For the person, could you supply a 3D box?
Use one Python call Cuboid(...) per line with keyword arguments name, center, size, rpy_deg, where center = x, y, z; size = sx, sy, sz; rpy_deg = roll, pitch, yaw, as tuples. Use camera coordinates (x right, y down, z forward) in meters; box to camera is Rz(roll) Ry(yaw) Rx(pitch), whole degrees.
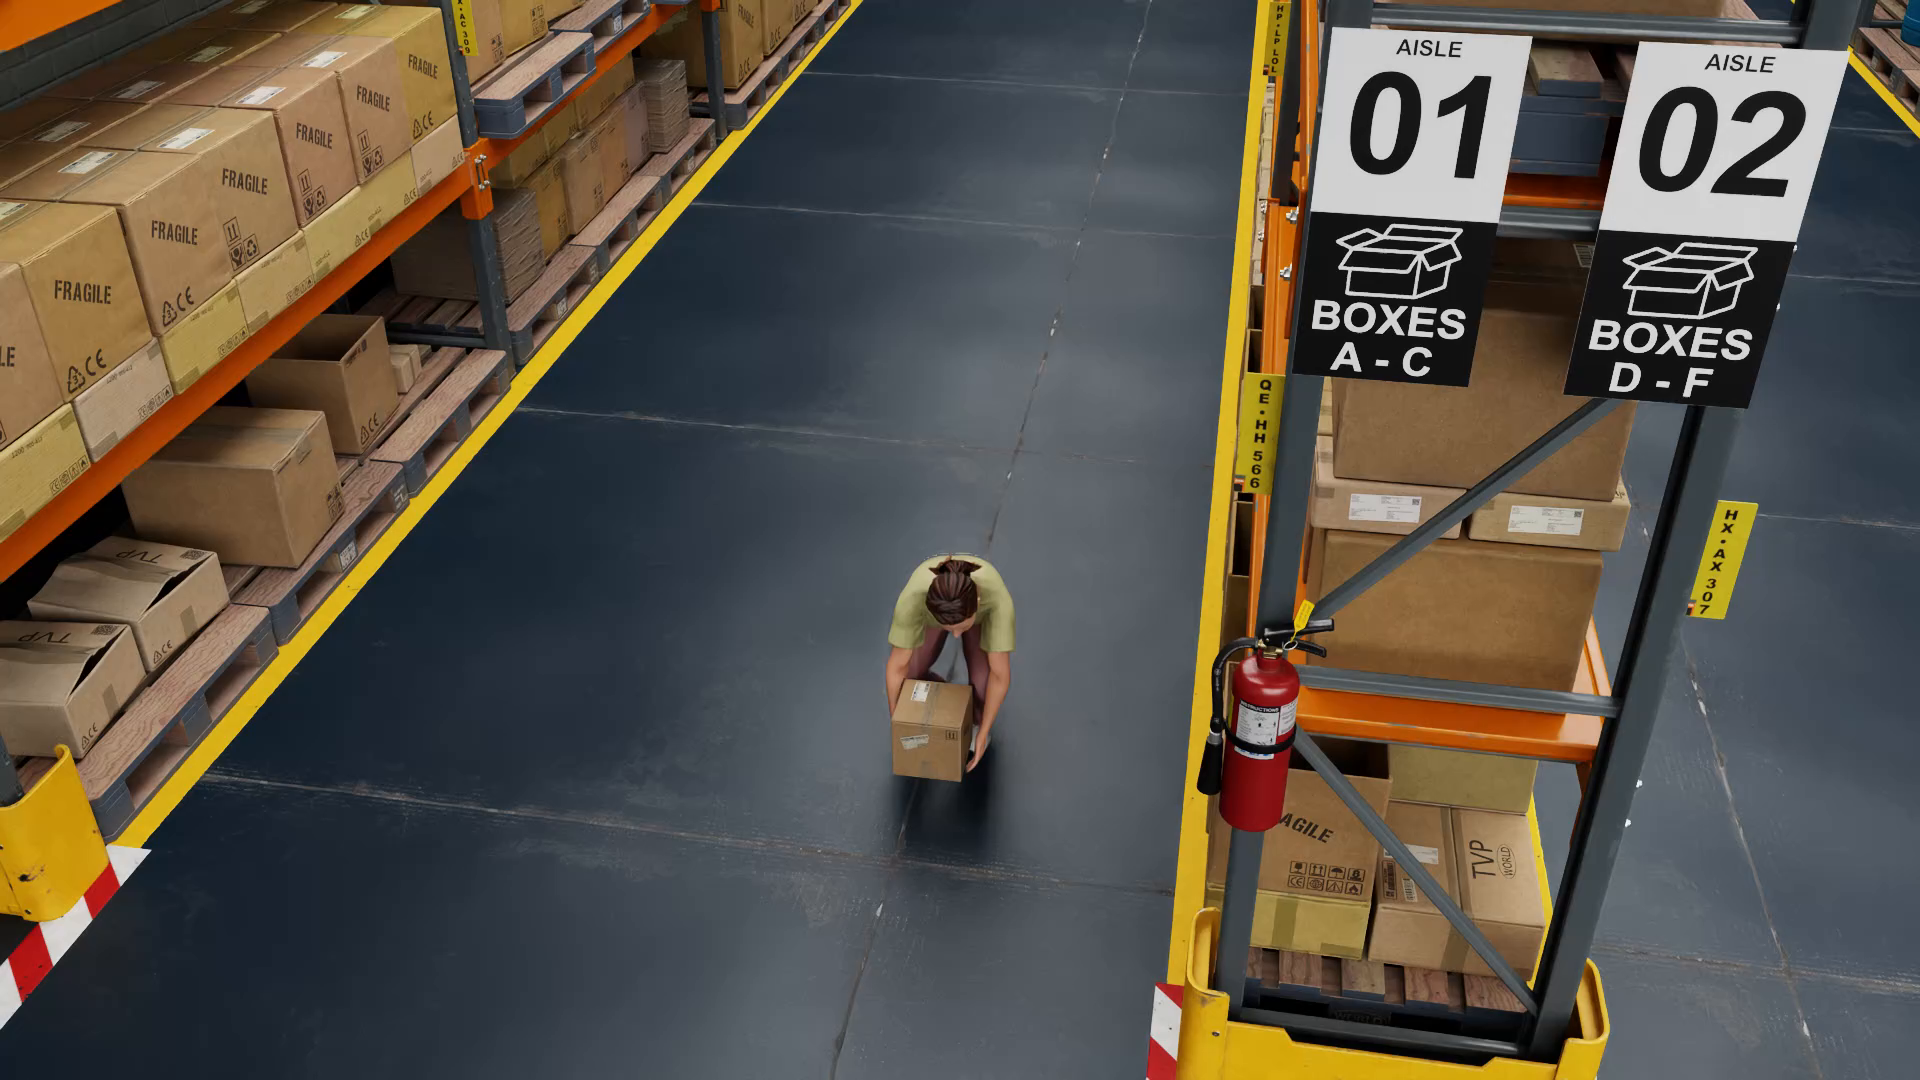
Cuboid(name="person", center=(-0.020, 0.382, 6.226), size=(0.493, 0.943, 0.801), rpy_deg=(5, 33, 8))
